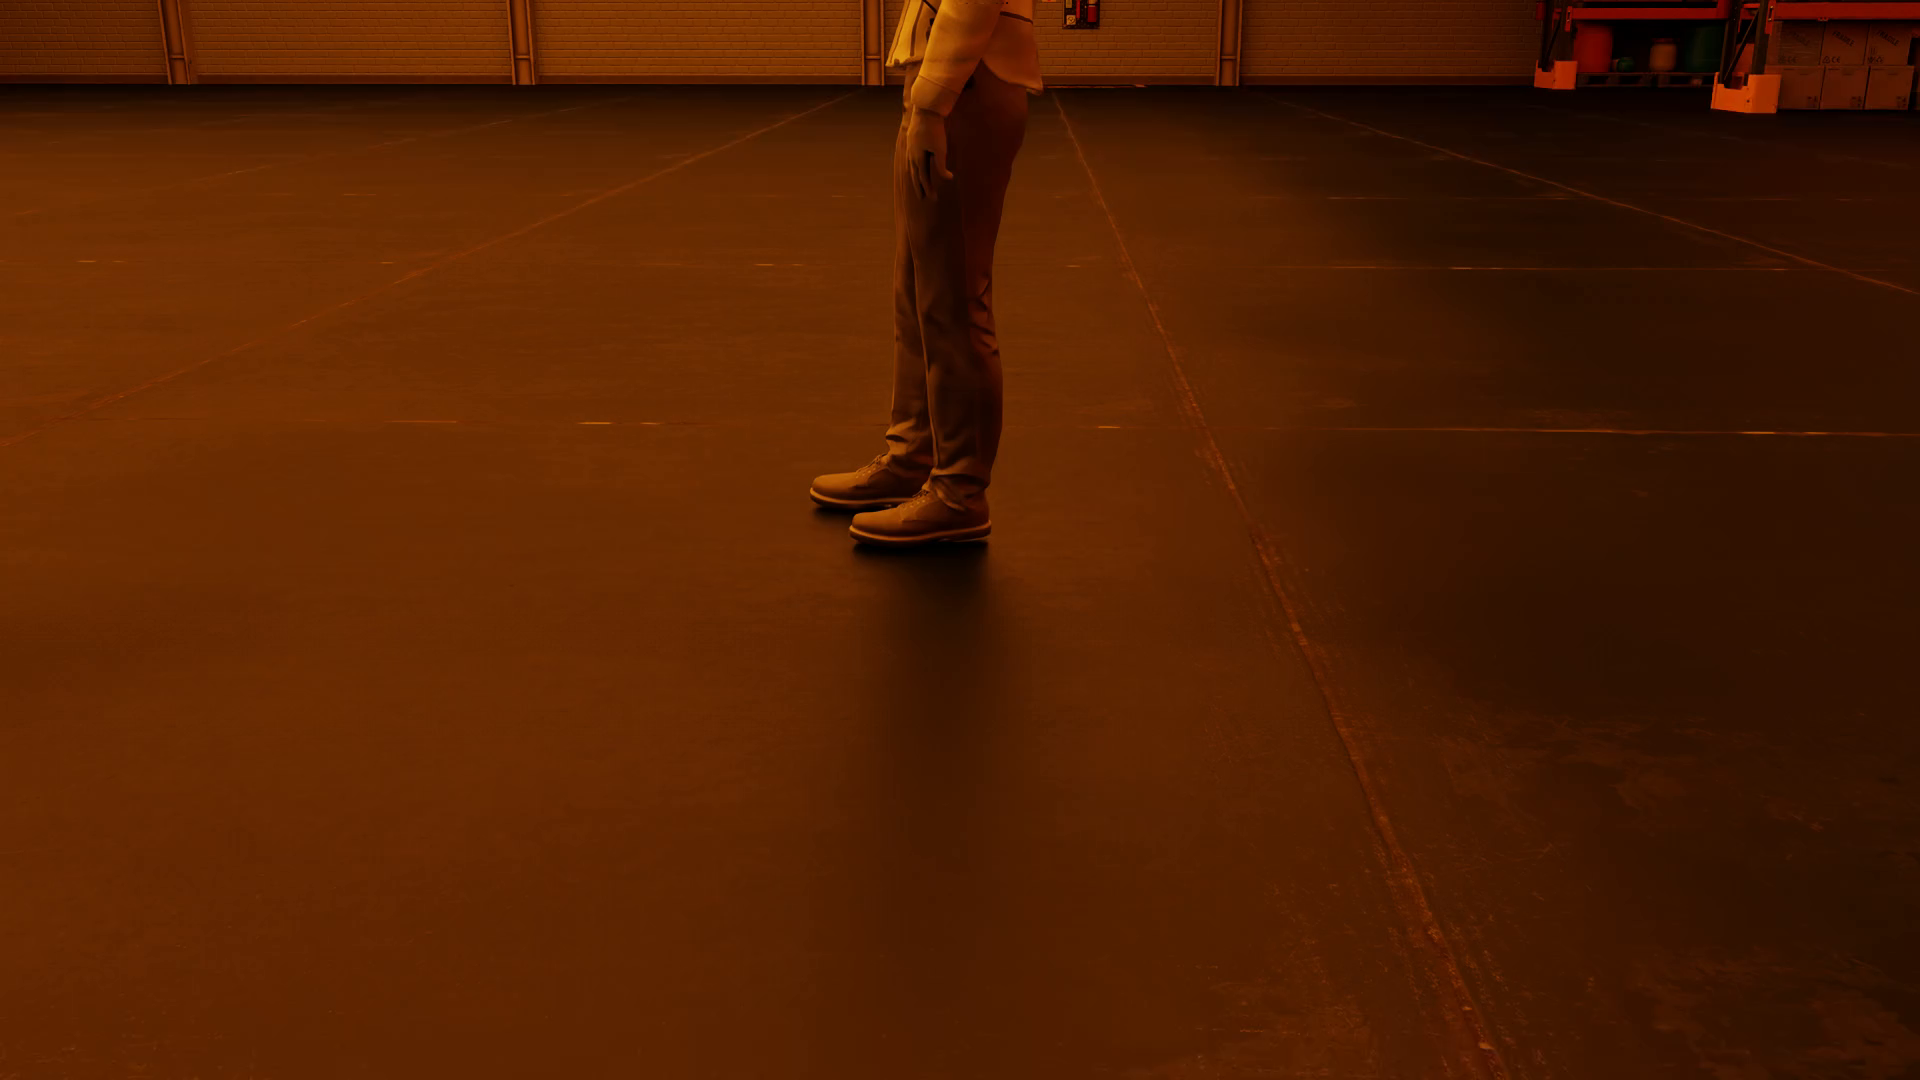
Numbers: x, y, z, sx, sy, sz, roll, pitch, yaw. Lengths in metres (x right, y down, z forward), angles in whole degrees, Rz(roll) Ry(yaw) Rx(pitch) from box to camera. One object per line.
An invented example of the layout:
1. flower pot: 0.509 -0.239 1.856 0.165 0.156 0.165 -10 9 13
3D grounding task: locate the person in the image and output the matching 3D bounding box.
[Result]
1. person: -0.067 -0.819 3.126 0.533 1.696 0.588 1 17 2
